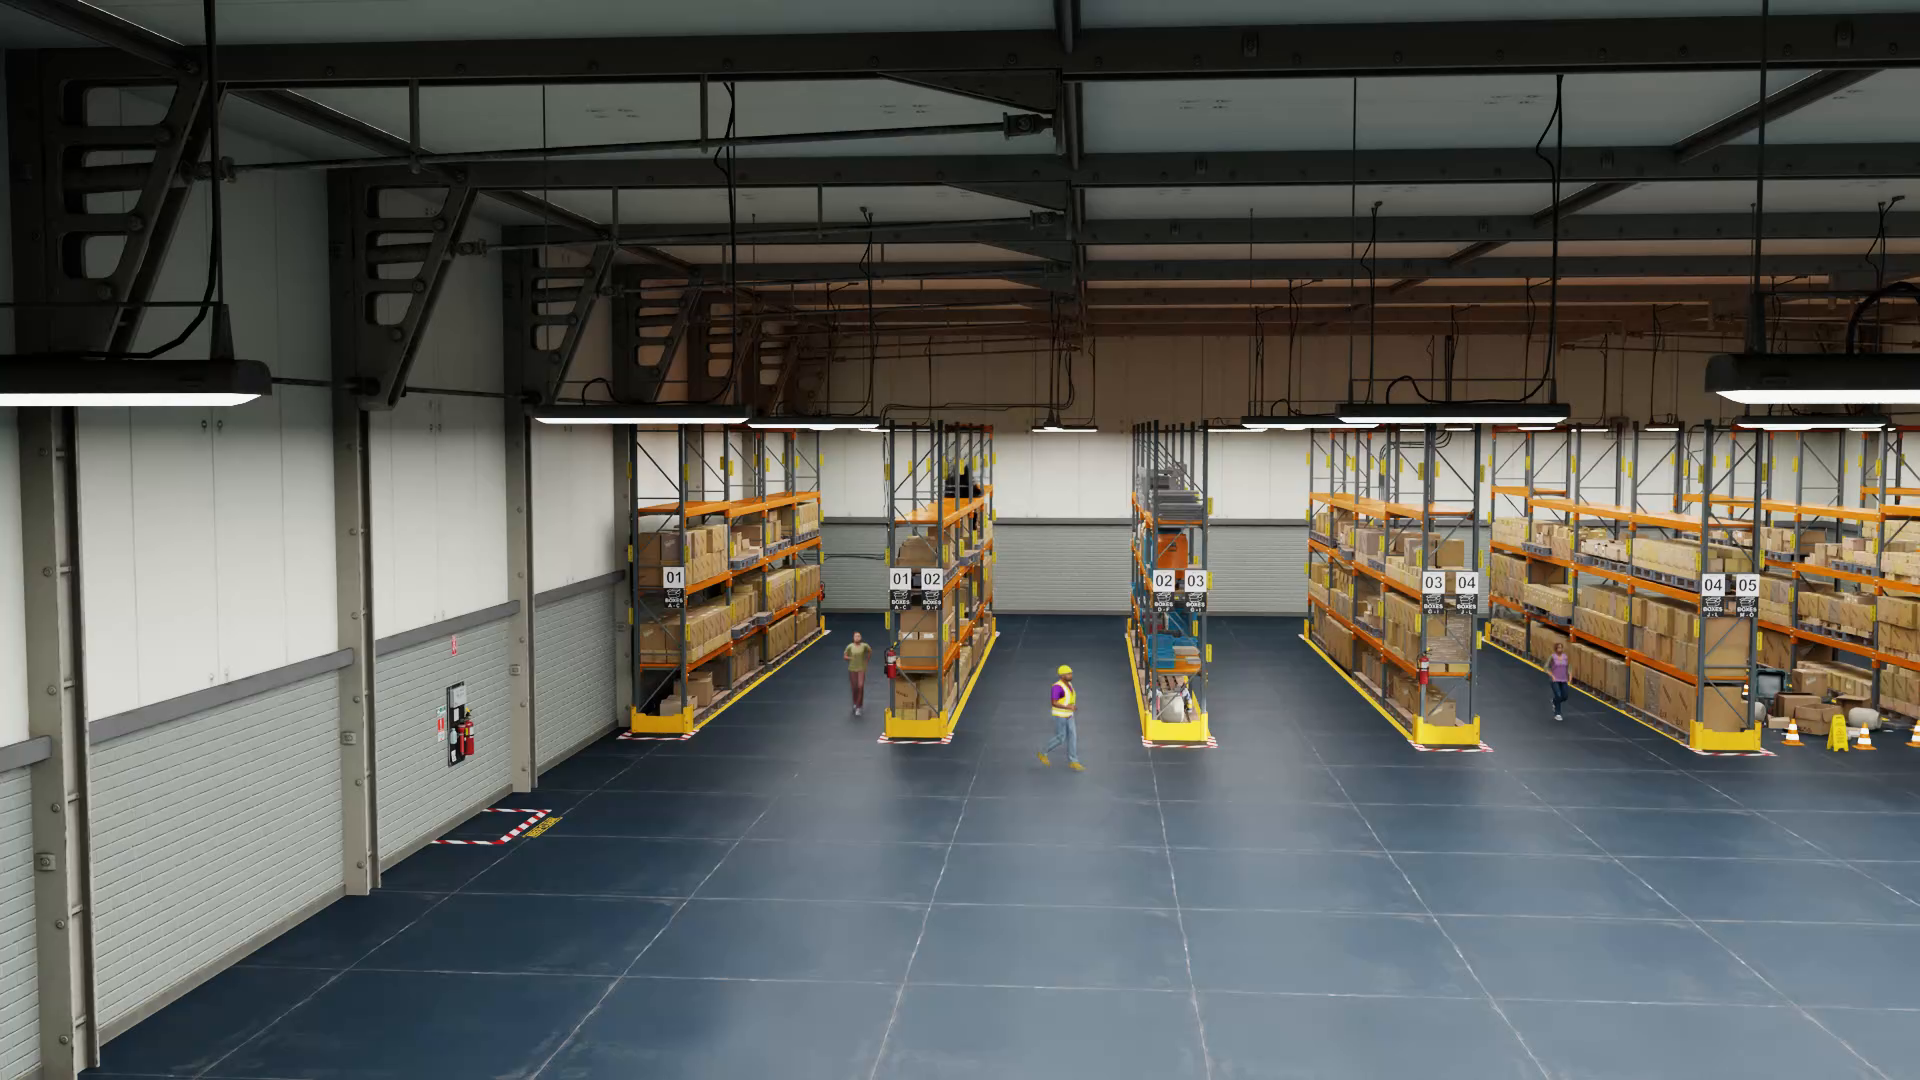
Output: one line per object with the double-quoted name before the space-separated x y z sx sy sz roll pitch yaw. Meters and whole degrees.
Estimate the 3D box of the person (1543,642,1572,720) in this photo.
"person" 12.022 2.836 33.486 0.583 1.534 0.575 0 4 -4

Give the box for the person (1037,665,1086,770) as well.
"person" 1.752 3.032 28.501 0.865 1.782 0.724 2 4 30

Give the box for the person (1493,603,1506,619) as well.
"person" 15.522 1.934 47.564 0.635 1.578 0.608 0 4 6

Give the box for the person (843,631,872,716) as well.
"person" -2.111 2.713 34.171 0.575 1.685 0.807 0 4 1
